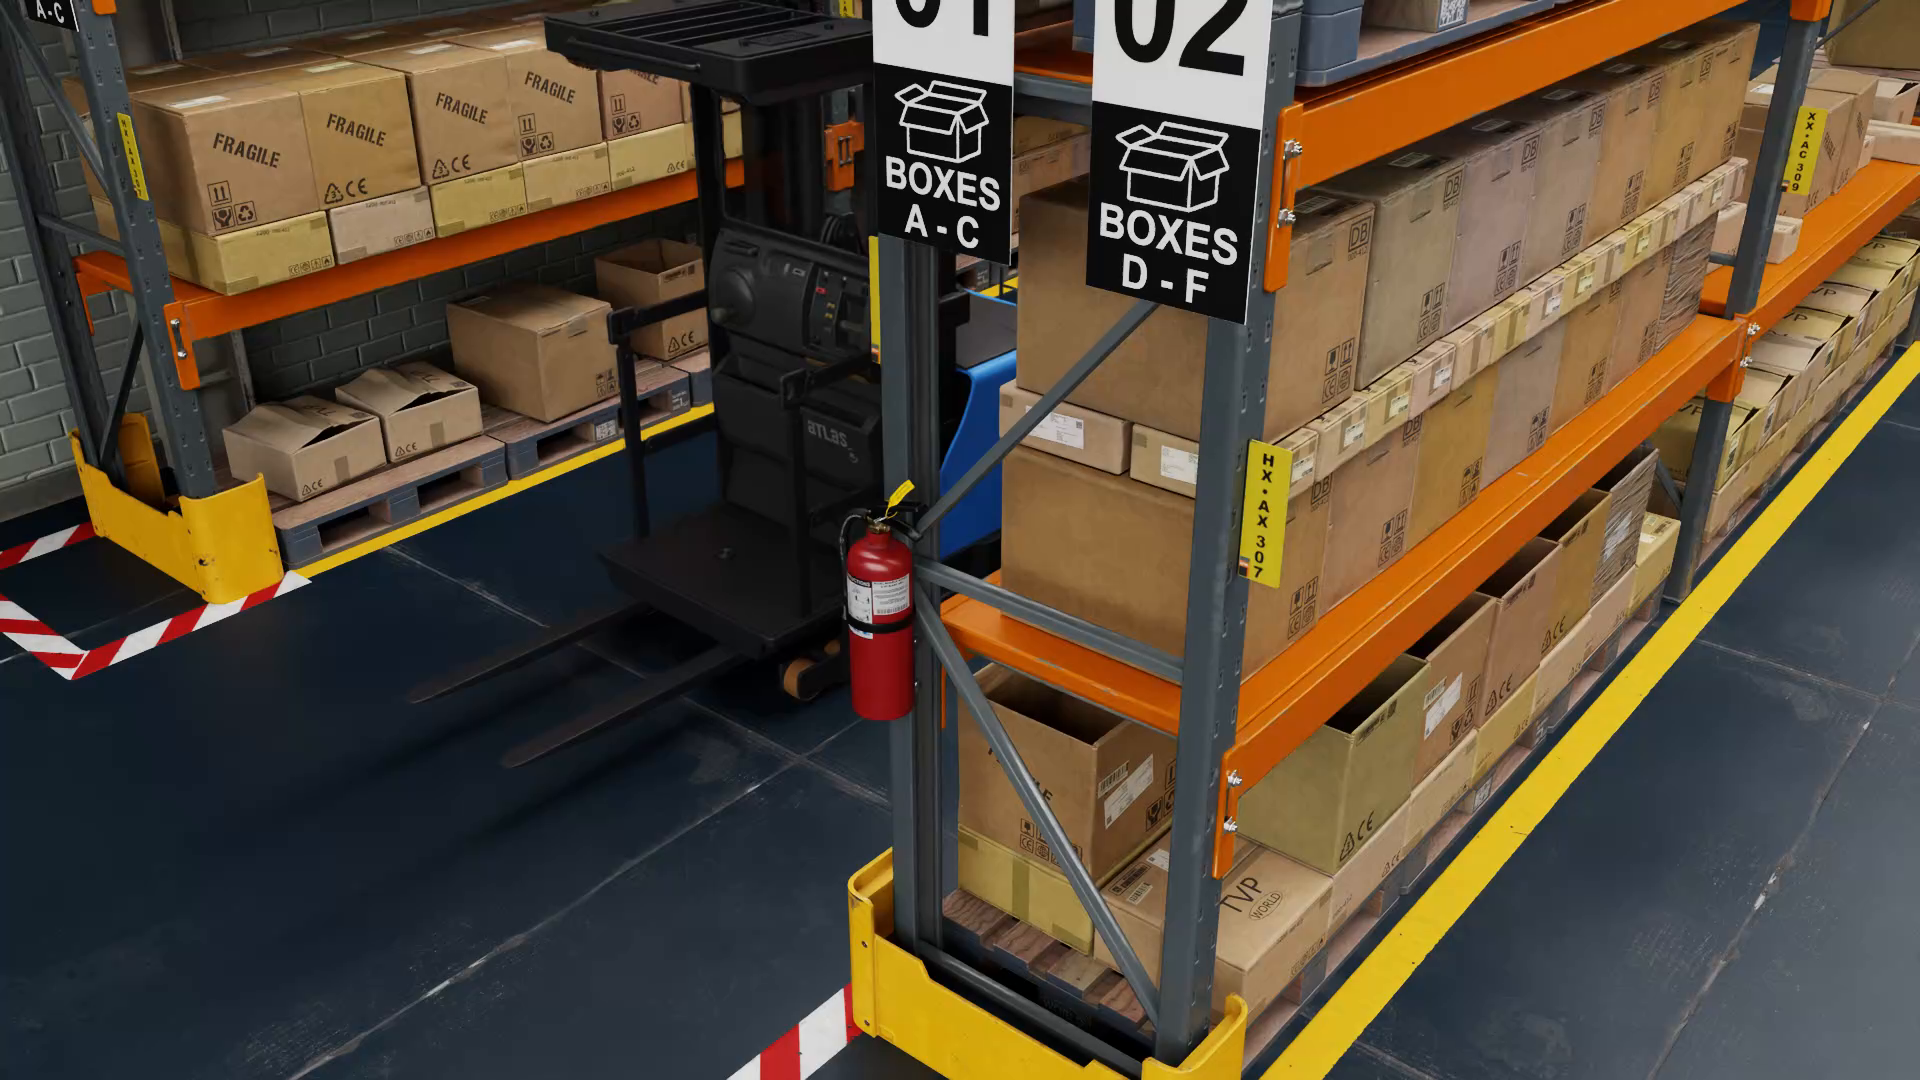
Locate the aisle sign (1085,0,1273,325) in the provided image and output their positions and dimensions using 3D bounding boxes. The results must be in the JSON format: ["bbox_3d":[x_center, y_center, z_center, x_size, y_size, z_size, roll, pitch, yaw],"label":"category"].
[{"bbox_3d":[0.423,-0.840,3.280,0.394,0.787,0.004,21,34,34],"label":"aisle sign"}]

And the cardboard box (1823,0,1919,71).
[{"bbox_3d":[5.630,-3.122,9.954,0.700,0.500,0.500,10,29,18],"label":"cardboard box"}]

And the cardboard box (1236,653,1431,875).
[{"bbox_3d":[1.057,0.600,5.044,0.500,0.500,0.500,21,34,34],"label":"cardboard box"}]

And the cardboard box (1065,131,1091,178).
[{"bbox_3d":[0.657,-2.747,12.038,0.700,0.500,0.500,21,34,34],"label":"cardboard box"}]

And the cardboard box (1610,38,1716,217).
[{"bbox_3d":[2.174,-1.498,5.861,0.700,0.500,0.500,21,34,34],"label":"cardboard box"}]

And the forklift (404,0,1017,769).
[{"bbox_3d":[-0.791,-0.934,6.366,1.130,2.935,3.031,23,35,37],"label":"forklift"}]

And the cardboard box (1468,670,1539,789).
[{"bbox_3d":[1.696,0.580,5.900,0.500,0.250,0.500,21,34,34],"label":"cardboard box"}]

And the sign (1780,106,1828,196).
[{"bbox_3d":[3.201,-1.475,6.307,0.100,0.325,0.005,21,34,34],"label":"sign"}]

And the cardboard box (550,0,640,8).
[{"bbox_3d":[-1.845,-2.650,8.934,0.500,0.500,0.500,21,34,34],"label":"cardboard box"}]

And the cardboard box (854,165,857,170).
[{"bbox_3d":[-0.307,-2.212,11.003,0.700,0.500,0.500,20,33,33],"label":"cardboard box"}]

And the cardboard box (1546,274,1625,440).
[{"bbox_3d":[1.842,-0.736,5.800,0.700,0.500,0.500,21,34,35],"label":"cardboard box"}]

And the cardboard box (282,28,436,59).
[{"bbox_3d":[-2.808,-2.110,7.889,0.500,0.500,0.500,20,33,33],"label":"cardboard box"}]

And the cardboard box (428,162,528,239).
[{"bbox_3d":[-2.394,-1.634,7.786,0.500,0.250,0.500,20,34,34],"label":"cardboard box"}]

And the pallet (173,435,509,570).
[{"bbox_3d":[-3.004,-0.311,8.121,1.003,0.211,1.213,21,34,34],"label":"pallet"}]

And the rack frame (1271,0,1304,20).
[{"bbox_3d":[0.228,-2.463,2.717,1.000,3.000,0.127,21,34,34],"label":"rack frame"}]

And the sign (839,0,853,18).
[{"bbox_3d":[-0.629,-2.892,9.133,0.100,0.325,0.005,21,34,34],"label":"sign"}]

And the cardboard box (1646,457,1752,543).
[{"bbox_3d":[3.220,-0.252,7.509,0.500,0.250,0.500,20,33,33],"label":"cardboard box"}]

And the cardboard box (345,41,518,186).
[{"bbox_3d":[-2.406,-1.955,7.590,0.500,0.500,0.500,19,33,33],"label":"cardboard box"}]

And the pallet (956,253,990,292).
[{"bbox_3d":[-0.558,-1.701,10.808,1.003,0.211,1.213,21,34,34],"label":"pallet"}]

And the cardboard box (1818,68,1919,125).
[{"bbox_3d":[5.051,-2.479,9.374,0.500,0.311,0.500,23,35,37],"label":"cardboard box"}]

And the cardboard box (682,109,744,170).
[{"bbox_3d":[-1.443,-2.175,8.830,0.500,0.250,0.500,21,34,35],"label":"cardboard box"}]

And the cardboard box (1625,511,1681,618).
[{"bbox_3d":[2.646,0.046,6.931,0.500,0.250,0.500,21,34,34],"label":"cardboard box"}]

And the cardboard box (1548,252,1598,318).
[{"bbox_3d":[1.789,-0.845,5.305,0.380,0.149,0.250,22,35,36],"label":"cardboard box"}]

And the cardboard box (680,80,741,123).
[{"bbox_3d":[-1.428,-2.502,8.647,0.500,0.500,0.500,21,34,34],"label":"cardboard box"}]

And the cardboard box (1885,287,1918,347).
[{"bbox_3d":[5.170,-1.342,9.615,0.500,0.250,0.500,22,34,36],"label":"cardboard box"}]

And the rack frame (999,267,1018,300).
[{"bbox_3d":[0.269,-0.667,7.734,0.240,1.200,0.006,23,35,37],"label":"rack frame"}]

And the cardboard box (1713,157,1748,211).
[{"bbox_3d":[2.765,-1.390,6.358,0.380,0.149,0.250,21,34,34],"label":"cardboard box"}]

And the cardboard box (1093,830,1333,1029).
[{"bbox_3d":[0.741,1.111,4.873,0.500,0.250,0.500,21,34,34],"label":"cardboard box"}]

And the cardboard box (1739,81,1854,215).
[{"bbox_3d":[3.927,-1.893,8.036,0.500,0.500,0.500,21,34,34],"label":"cardboard box"}]

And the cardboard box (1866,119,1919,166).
[{"bbox_3d":[4.958,-2.124,8.864,0.380,0.149,0.250,21,34,34],"label":"cardboard box"}]

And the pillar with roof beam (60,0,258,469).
[{"bbox_3d":[-0.497,-3.152,4.050,9.100,9.000,0.400,21,34,34],"label":"pillar with roof beam"}]

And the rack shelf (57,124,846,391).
[{"bbox_3d":[-2.325,-1.634,8.428,1.077,0.370,4.000,21,34,34],"label":"rack shelf"}]

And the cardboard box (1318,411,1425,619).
[{"bbox_3d":[0.865,-0.192,4.748,0.700,0.500,0.500,22,34,36],"label":"cardboard box"}]

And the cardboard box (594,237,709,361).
[{"bbox_3d":[-1.682,-1.369,9.372,0.500,0.500,0.500,18,32,31],"label":"cardboard box"}]

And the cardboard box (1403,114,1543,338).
[{"bbox_3d":[1.219,-0.967,4.833,0.700,0.500,0.500,21,34,35],"label":"cardboard box"}]

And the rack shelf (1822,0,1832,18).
[{"bbox_3d":[4.044,-2.938,7.684,1.077,0.370,4.000,21,34,34],"label":"rack shelf"}]

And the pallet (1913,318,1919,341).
[{"bbox_3d":[5.821,-1.650,10.710,1.003,0.211,1.213,21,34,34],"label":"pallet"}]

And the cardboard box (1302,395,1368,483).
[{"bbox_3d":[0.810,-0.301,4.253,0.380,0.149,0.250,20,33,33],"label":"cardboard box"}]

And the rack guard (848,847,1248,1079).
[{"bbox_3d":[0.213,1.320,4.654,1.175,0.500,0.348,21,34,34],"label":"rack guard"}]

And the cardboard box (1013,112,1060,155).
[{"bbox_3d":[0.340,-2.861,11.442,0.500,0.250,0.500,21,34,34],"label":"cardboard box"}]

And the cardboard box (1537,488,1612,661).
[{"bbox_3d":[2.004,0.066,6.078,0.500,0.500,0.500,21,34,34],"label":"cardboard box"}]

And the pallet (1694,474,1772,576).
[{"bbox_3d":[3.211,-0.251,8.005,1.003,0.211,1.213,21,34,34],"label":"pallet"}]

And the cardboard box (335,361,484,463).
[{"bbox_3d":[-2.725,-0.667,8.222,0.500,0.311,0.500,24,36,38],"label":"cardboard box"}]

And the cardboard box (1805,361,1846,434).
[{"bbox_3d":[4.198,-0.798,8.563,0.500,0.250,0.500,22,34,35],"label":"cardboard box"}]

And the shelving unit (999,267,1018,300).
[{"bbox_3d":[0.330,-0.698,7.794,0.258,1.200,0.189,23,35,37],"label":"shelving unit"}]

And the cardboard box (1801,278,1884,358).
[{"bbox_3d":[4.525,-1.227,8.783,0.500,0.311,0.500,20,34,34],"label":"cardboard box"}]

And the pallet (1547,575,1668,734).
[{"bbox_3d":[2.234,0.292,6.956,1.003,0.211,1.213,21,34,34],"label":"pallet"}]

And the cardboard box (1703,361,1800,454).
[{"bbox_3d":[3.550,-0.681,7.726,0.500,0.311,0.500,20,34,34],"label":"cardboard box"}]

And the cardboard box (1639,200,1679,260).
[{"bbox_3d":[2.275,-1.116,5.828,0.380,0.149,0.250,21,34,34],"label":"cardboard box"}]

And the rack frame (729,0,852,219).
[{"bbox_3d":[-1.053,-2.663,9.633,1.000,3.000,0.127,21,34,34],"label":"rack frame"}]

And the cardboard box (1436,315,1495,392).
[{"bbox_3d":[1.299,-0.574,4.779,0.380,0.149,0.250,19,33,33],"label":"cardboard box"}]
